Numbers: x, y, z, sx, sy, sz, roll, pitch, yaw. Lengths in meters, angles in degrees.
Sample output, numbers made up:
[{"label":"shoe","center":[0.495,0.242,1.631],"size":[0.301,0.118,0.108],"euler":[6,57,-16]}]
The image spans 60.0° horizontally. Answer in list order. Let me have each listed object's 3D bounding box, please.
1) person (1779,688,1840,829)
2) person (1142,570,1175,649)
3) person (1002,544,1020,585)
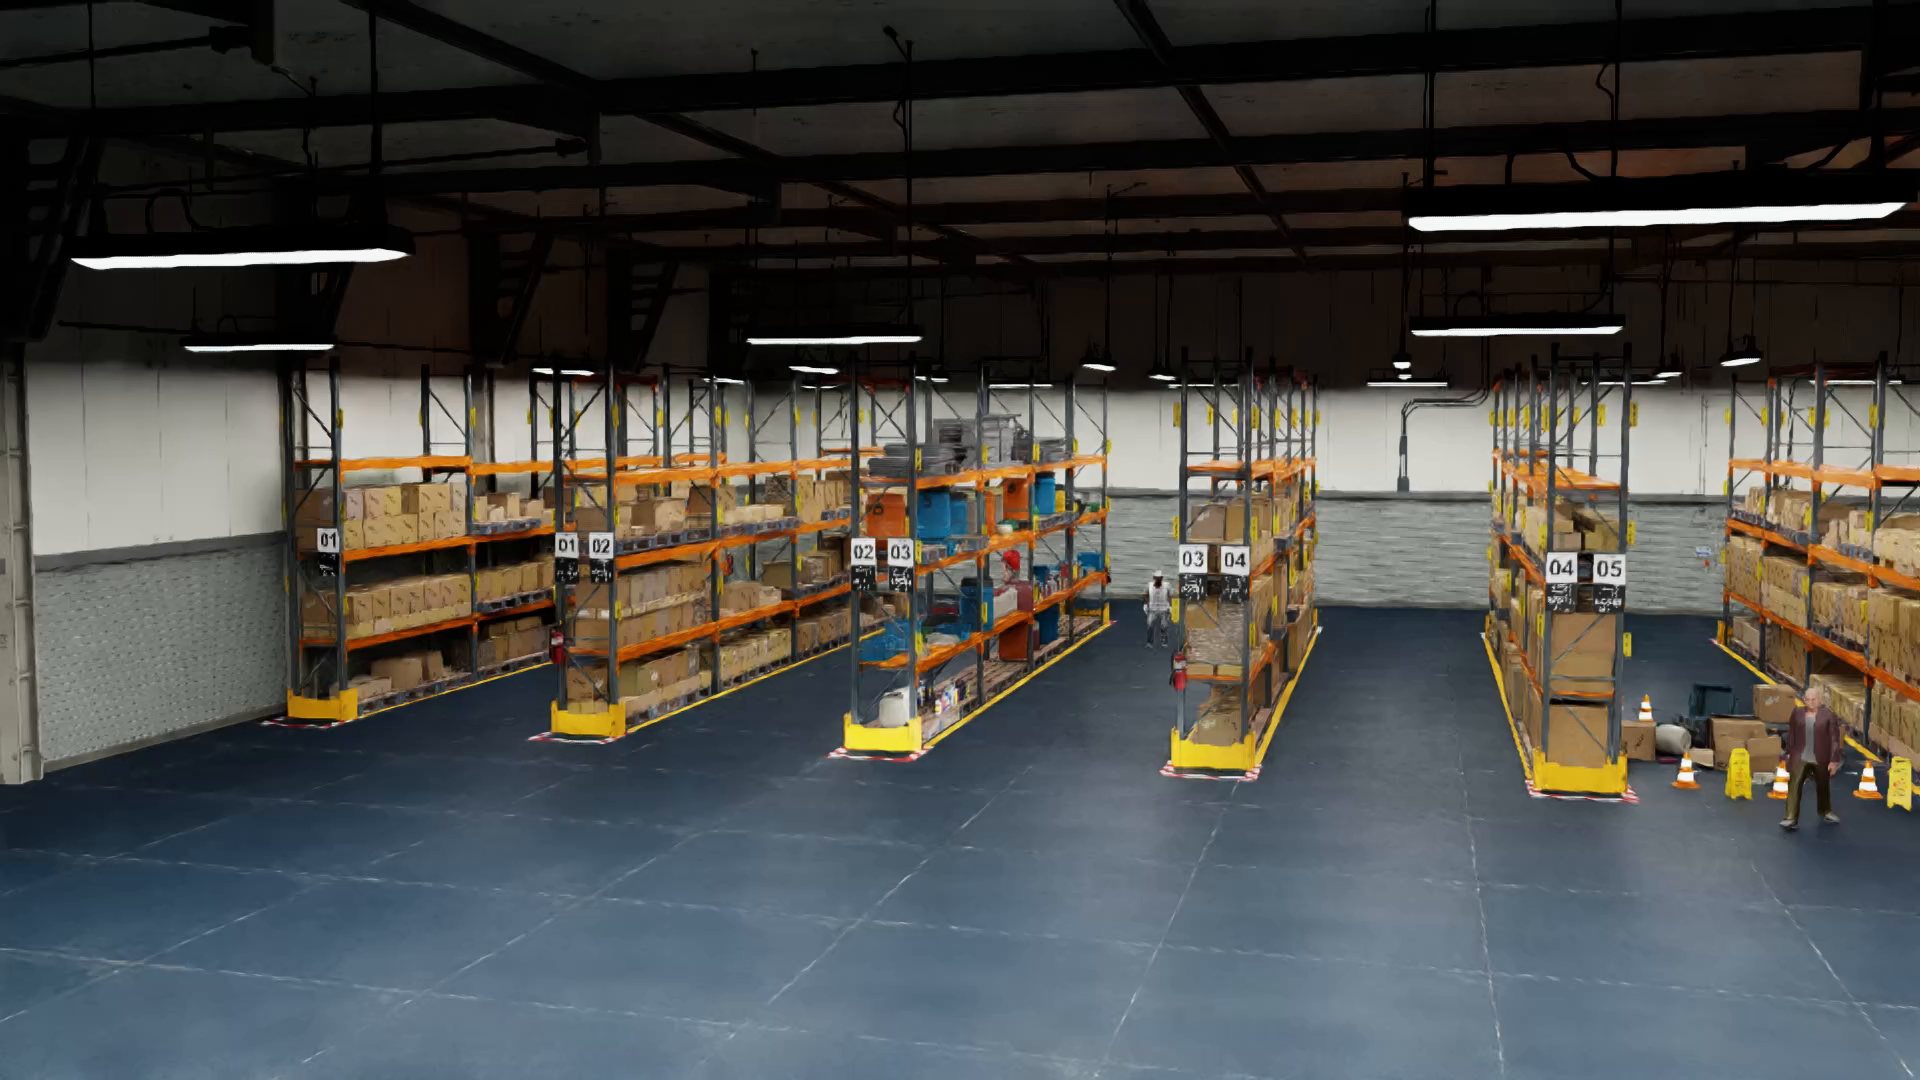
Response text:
[{"label":"person","center":[10.395,2.708,20.305],"size":[0.633,1.634,1.042],"euler":[3,5,37]},{"label":"person","center":[4.282,1.505,35.948],"size":[0.702,1.735,0.549],"euler":[1,4,13]},{"label":"person","center":[1.269,0.875,44.591],"size":[0.730,1.722,0.516],"euler":[-2,5,-30]}]
